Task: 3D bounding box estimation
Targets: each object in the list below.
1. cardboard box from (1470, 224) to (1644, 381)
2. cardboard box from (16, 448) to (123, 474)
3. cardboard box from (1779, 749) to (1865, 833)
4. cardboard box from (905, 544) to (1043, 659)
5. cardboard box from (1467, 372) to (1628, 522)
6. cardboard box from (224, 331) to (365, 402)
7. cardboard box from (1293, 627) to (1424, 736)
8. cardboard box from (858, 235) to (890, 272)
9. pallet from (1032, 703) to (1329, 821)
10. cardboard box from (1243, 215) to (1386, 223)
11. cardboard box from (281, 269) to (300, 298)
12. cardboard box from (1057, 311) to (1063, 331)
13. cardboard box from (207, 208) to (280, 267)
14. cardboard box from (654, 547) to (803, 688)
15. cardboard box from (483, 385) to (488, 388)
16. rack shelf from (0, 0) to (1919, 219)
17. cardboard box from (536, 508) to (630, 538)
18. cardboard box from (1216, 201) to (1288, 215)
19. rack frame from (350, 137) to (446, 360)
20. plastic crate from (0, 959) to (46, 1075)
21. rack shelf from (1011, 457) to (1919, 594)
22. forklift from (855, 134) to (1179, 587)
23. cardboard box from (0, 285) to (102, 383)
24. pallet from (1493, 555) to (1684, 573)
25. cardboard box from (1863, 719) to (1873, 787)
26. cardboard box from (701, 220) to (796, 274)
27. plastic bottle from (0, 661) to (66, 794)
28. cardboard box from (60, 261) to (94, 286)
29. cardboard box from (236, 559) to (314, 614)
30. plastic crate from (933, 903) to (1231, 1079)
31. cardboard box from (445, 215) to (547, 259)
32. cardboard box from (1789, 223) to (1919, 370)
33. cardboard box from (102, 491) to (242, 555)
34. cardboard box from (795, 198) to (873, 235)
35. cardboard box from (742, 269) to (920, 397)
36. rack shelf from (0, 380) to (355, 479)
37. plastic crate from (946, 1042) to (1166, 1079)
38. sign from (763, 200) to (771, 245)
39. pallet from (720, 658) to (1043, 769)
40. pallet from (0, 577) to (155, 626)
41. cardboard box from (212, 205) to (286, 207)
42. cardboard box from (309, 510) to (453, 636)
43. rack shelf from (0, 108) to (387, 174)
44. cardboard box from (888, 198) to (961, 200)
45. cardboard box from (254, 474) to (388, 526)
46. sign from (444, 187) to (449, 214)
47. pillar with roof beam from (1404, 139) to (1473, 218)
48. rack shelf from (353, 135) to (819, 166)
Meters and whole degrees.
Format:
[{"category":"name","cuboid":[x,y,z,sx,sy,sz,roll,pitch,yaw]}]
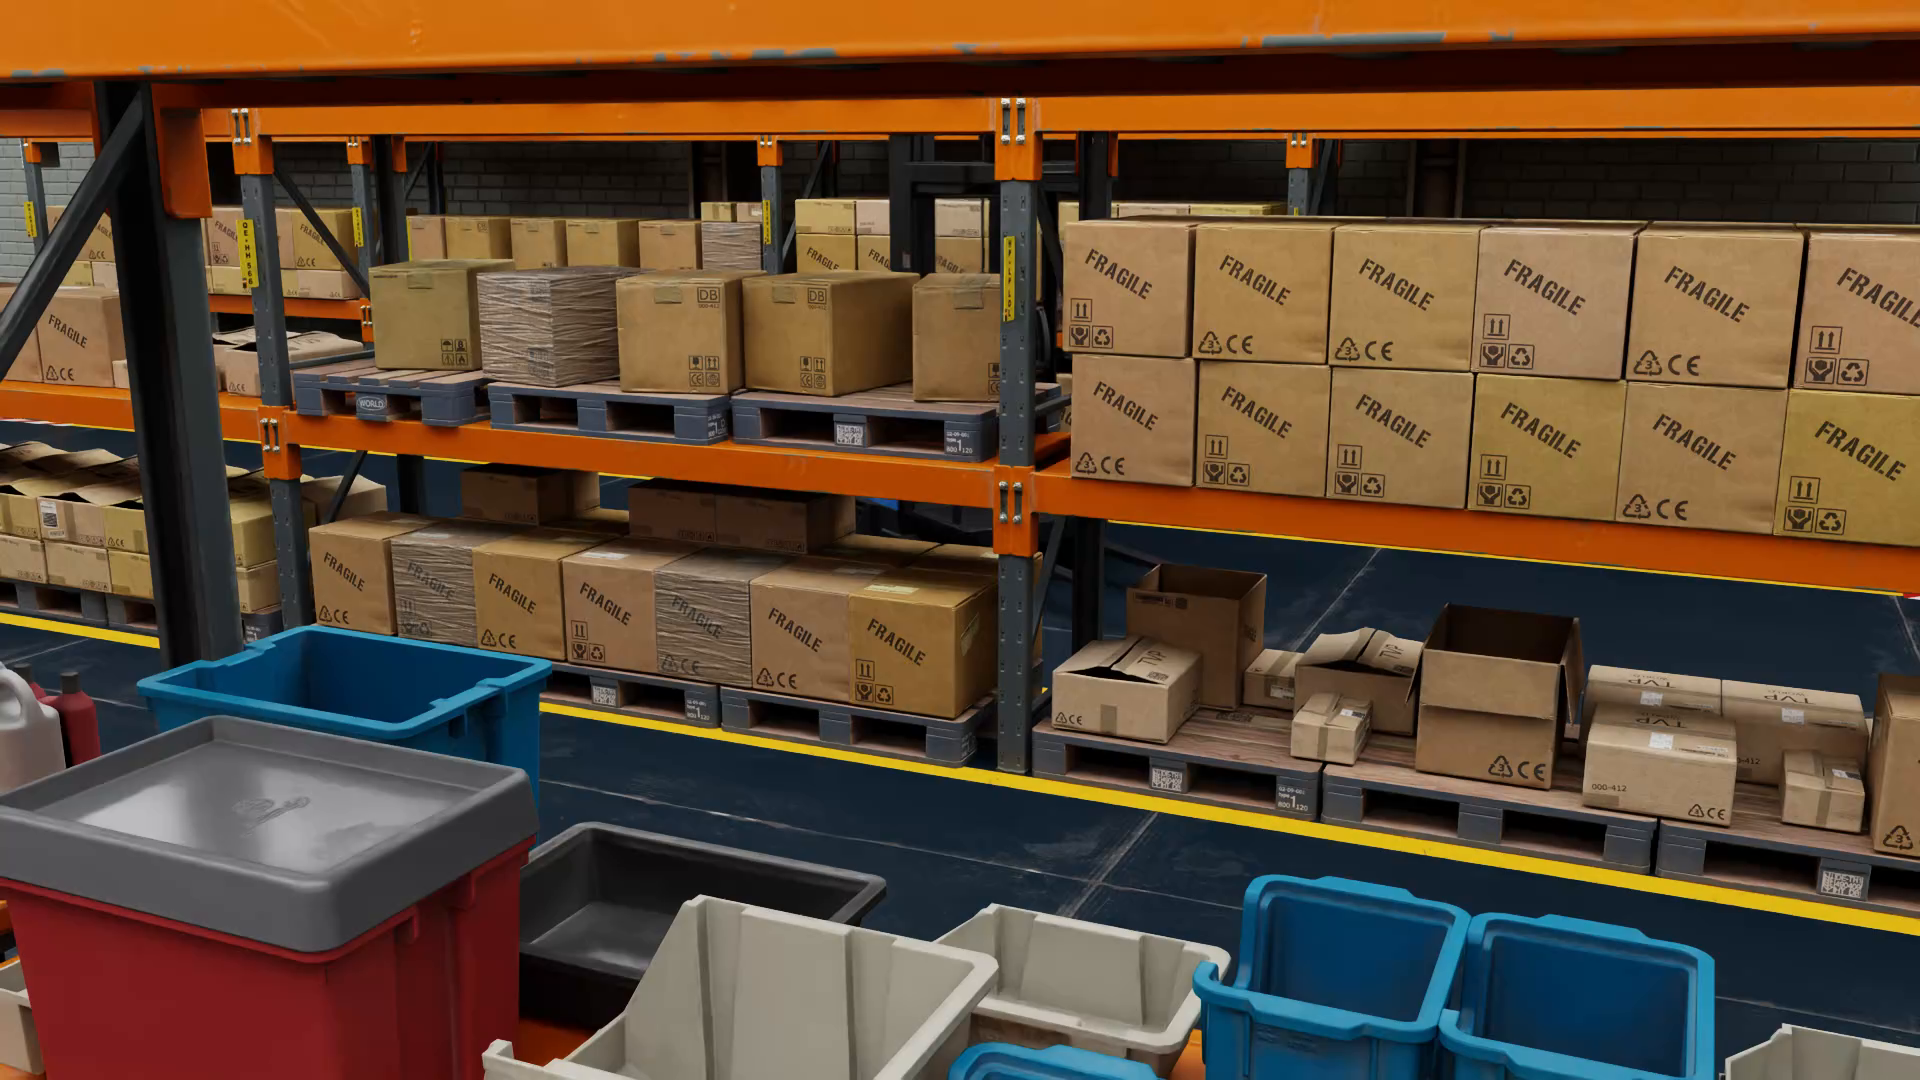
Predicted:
[{"category":"cardboard box","cuboid":[2.146,-0.865,5.967,0.500,0.500,0.500,6,15,25]},{"category":"cardboard box","cuboid":[-5.480,-0.383,10.191,0.500,0.311,0.500,6,14,23]},{"category":"cardboard box","cuboid":[3.141,0.906,6.069,0.250,0.166,0.380,6,14,23]},{"category":"cardboard box","cuboid":[0.071,0.332,7.781,0.500,0.500,0.500,5,14,21]},{"category":"cardboard box","cuboid":[2.162,-0.379,6.085,0.500,0.500,0.500,6,14,22]},{"category":"cardboard box","cuboid":[-3.558,-0.944,8.907,0.500,0.311,0.500,7,15,27]},{"category":"cardboard box","cuboid":[1.736,0.583,7.127,0.500,0.311,0.500,6,14,23]},{"category":"cardboard box","cuboid":[-0.424,-2.034,12.444,0.500,0.500,0.500,6,15,25]},{"category":"pallet","cuboid":[1.042,0.847,7.185,1.213,0.211,1.003,6,14,23]},{"category":"cardboard box","cuboid":[1.451,-1.071,6.843,0.500,0.500,0.500,5,14,22]},{"category":"cardboard box","cuboid":[-5.905,-2.315,14.839,0.500,0.250,0.500,6,14,23]},{"category":"cardboard box","cuboid":[0.850,-1.596,11.996,0.250,0.149,0.380,5,14,22]},{"category":"cardboard box","cuboid":[-6.369,-2.725,14.943,0.500,0.500,0.500,5,14,22]},{"category":"cardboard box","cuboid":[-1.060,0.348,7.713,0.500,0.500,0.500,6,14,24]},{"category":"cardboard box","cuboid":[-3.724,-1.245,14.504,0.500,0.500,0.700,5,14,22]},{"category":"rack shelf","cuboid":[0.233,-0.465,1.681,4.000,0.370,1.077,6,14,23]},{"category":"cardboard box","cuboid":[-1.820,0.143,8.586,0.500,0.500,0.500,5,14,21]},{"category":"cardboard box","cuboid":[2.102,-2.275,11.828,0.500,0.250,0.500,6,15,25]},{"category":"rack frame","cuboid":[-4.897,-2.350,14.703,0.127,3.000,1.000,6,14,23]},{"category":"plastic crate","cuboid":[-1.228,0.632,2.443,0.243,0.136,0.396,6,14,23]},{"category":"rack shelf","cuboid":[2.243,-0.039,6.431,4.000,0.370,1.077,6,14,23]},{"category":"forklift","cuboid":[0.269,-1.284,10.312,1.130,2.935,3.031,-8,15,-30]},{"category":"cardboard box","cuboid":[-5.265,-1.194,9.558,0.500,0.500,0.500,6,14,23]},{"category":"pallet","cuboid":[4.200,-0.053,11.018,1.213,0.211,1.003,6,14,23]},{"category":"cardboard box","cuboid":[3.599,0.827,6.403,0.250,0.166,0.380,6,14,23]},{"category":"cardboard box","cuboid":[-1.673,-2.284,13.241,0.500,0.500,0.700,4,14,17]},{"category":"plastic bottle","cuboid":[-1.823,0.380,3.179,0.185,0.351,0.144,6,14,23]},{"category":"cardboard box","cuboid":[-8.237,-2.545,15.820,0.500,0.250,0.500,5,14,22]},{"category":"cardboard box","cuboid":[-3.823,0.192,8.971,0.500,0.250,0.500,6,15,25]},{"category":"plastic crate","cuboid":[0.119,0.657,2.334,0.466,0.136,0.293,6,14,23]},{"category":"cardboard box","cuboid":[-3.937,-2.505,14.184,0.500,0.500,0.700,7,15,29]},{"category":"cardboard box","cuboid":[3.292,-0.883,6.044,0.500,0.500,0.500,6,14,24]},{"category":"cardboard box","cuboid":[-4.299,-0.127,9.104,0.500,0.311,0.500,6,14,22]},{"category":"cardboard box","cuboid":[-0.903,-2.450,12.573,0.500,0.250,0.500,6,15,25]},{"category":"cardboard box","cuboid":[-0.582,-0.969,7.679,0.500,0.500,0.700,8,16,32]},{"category":"rack shelf","cuboid":[-5.071,-0.780,9.586,4.000,0.370,1.077,6,14,23]},{"category":"plastic crate","cuboid":[0.080,0.746,1.747,0.300,0.233,0.416,6,14,23]},{"category":"sign","cuboid":[-1.451,-2.391,12.516,0.005,0.325,0.100,6,14,23]},{"category":"pallet","cuboid":[-0.345,0.716,7.743,1.213,0.211,1.003,6,14,23]},{"category":"pallet","cuboid":[-5.091,0.215,9.875,1.213,0.211,1.003,6,14,23]},{"category":"cardboard box","cuboid":[-6.646,-2.880,15.607,0.500,0.500,0.500,6,14,24]},{"category":"cardboard box","cuboid":[-2.942,0.160,8.516,0.500,0.500,0.500,6,15,26]},{"category":"rack shelf","cuboid":[-5.071,-2.240,9.243,4.000,0.370,1.077,6,14,23]},{"category":"cardboard box","cuboid":[-0.248,-2.512,12.837,0.500,0.250,0.500,5,14,21]},{"category":"cardboard box","cuboid":[-3.603,-0.193,9.385,0.500,0.311,0.500,6,15,25]},{"category":"sign","cuboid":[-4.675,-3.030,15.066,0.005,0.325,0.100,6,14,23]},{"category":"pillar with roof beam","cuboid":[1.664,-3.747,7.525,0.400,9.000,9.100,6,14,23]},{"category":"rack shelf","cuboid":[-3.068,-3.275,13.654,4.000,0.370,1.077,6,14,23]}]
